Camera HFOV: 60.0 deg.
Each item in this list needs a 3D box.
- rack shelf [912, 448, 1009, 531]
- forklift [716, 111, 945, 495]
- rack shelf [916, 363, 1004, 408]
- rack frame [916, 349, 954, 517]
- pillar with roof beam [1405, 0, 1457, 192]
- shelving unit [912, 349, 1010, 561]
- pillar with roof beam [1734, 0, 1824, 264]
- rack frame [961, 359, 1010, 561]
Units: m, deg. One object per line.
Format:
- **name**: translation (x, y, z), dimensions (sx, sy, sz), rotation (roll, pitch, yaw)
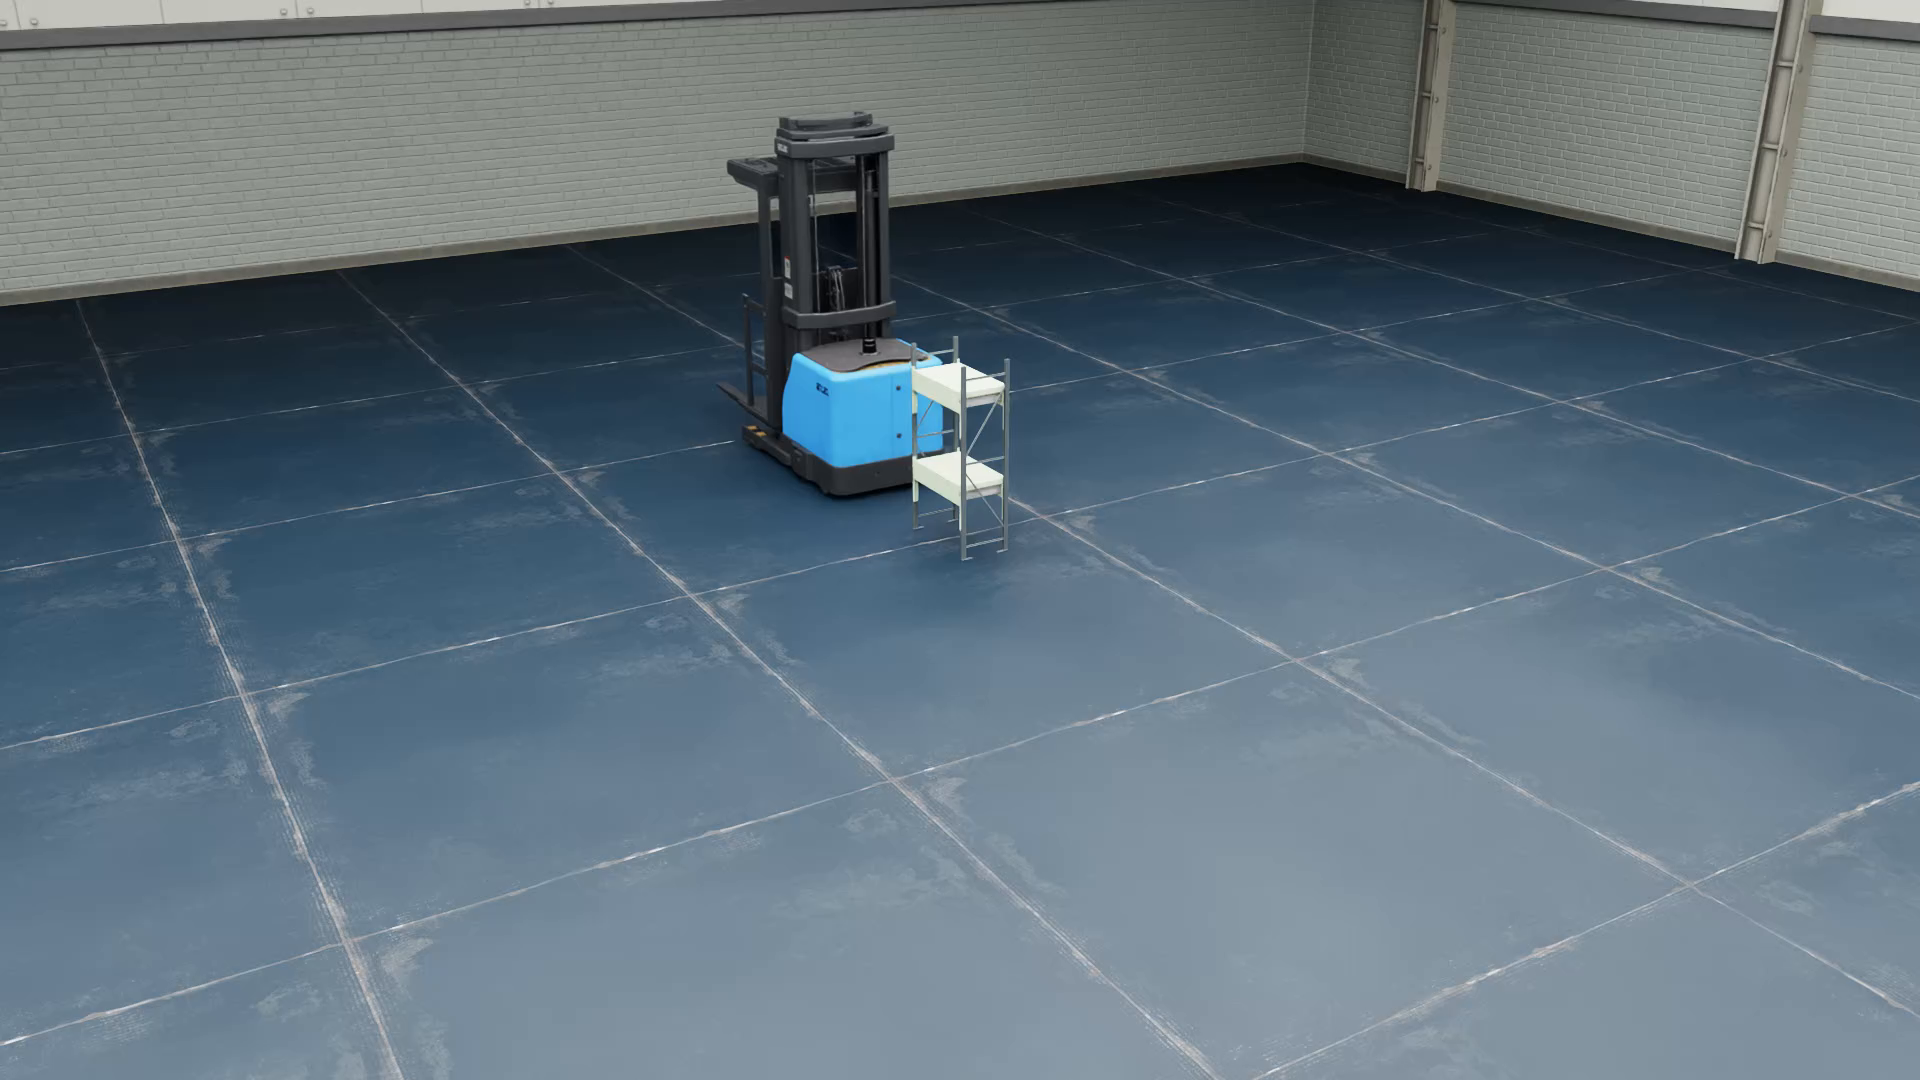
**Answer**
- **rack shelf**: translation (-0.003, -0.395, 12.657), dimensions (0.431, 0.370, 0.720), rotation (-13, 25, -28)
- **forklift**: translation (-1.298, -2.230, 14.406), dimensions (1.130, 2.935, 3.031), rotation (-12, 25, -27)
- **rack shelf**: translation (-0.003, -1.149, 12.351), dimensions (0.368, 0.124, 0.686), rotation (-13, 25, -28)
- **rack frame**: translation (-0.192, -0.815, 12.825), dimensions (0.380, 1.308, 0.010), rotation (-13, 25, -28)
- **pillar with roof beam**: translation (3.692, -8.971, 22.932), dimensions (9.100, 9.000, 0.400), rotation (-13, 25, -28)
- **shelving unit**: translation (-0.002, -0.696, 12.532), dimensions (0.431, 1.500, 0.748), rotation (-13, 25, -28)
- **pillar with roof beam**: translation (6.757, -7.029, 18.153), dimensions (9.100, 9.000, 0.400), rotation (-13, 25, -28)
- **rack frame**: translation (0.184, -0.578, 12.243), dimensions (0.400, 1.500, 0.023), rotation (-13, 25, -28)
